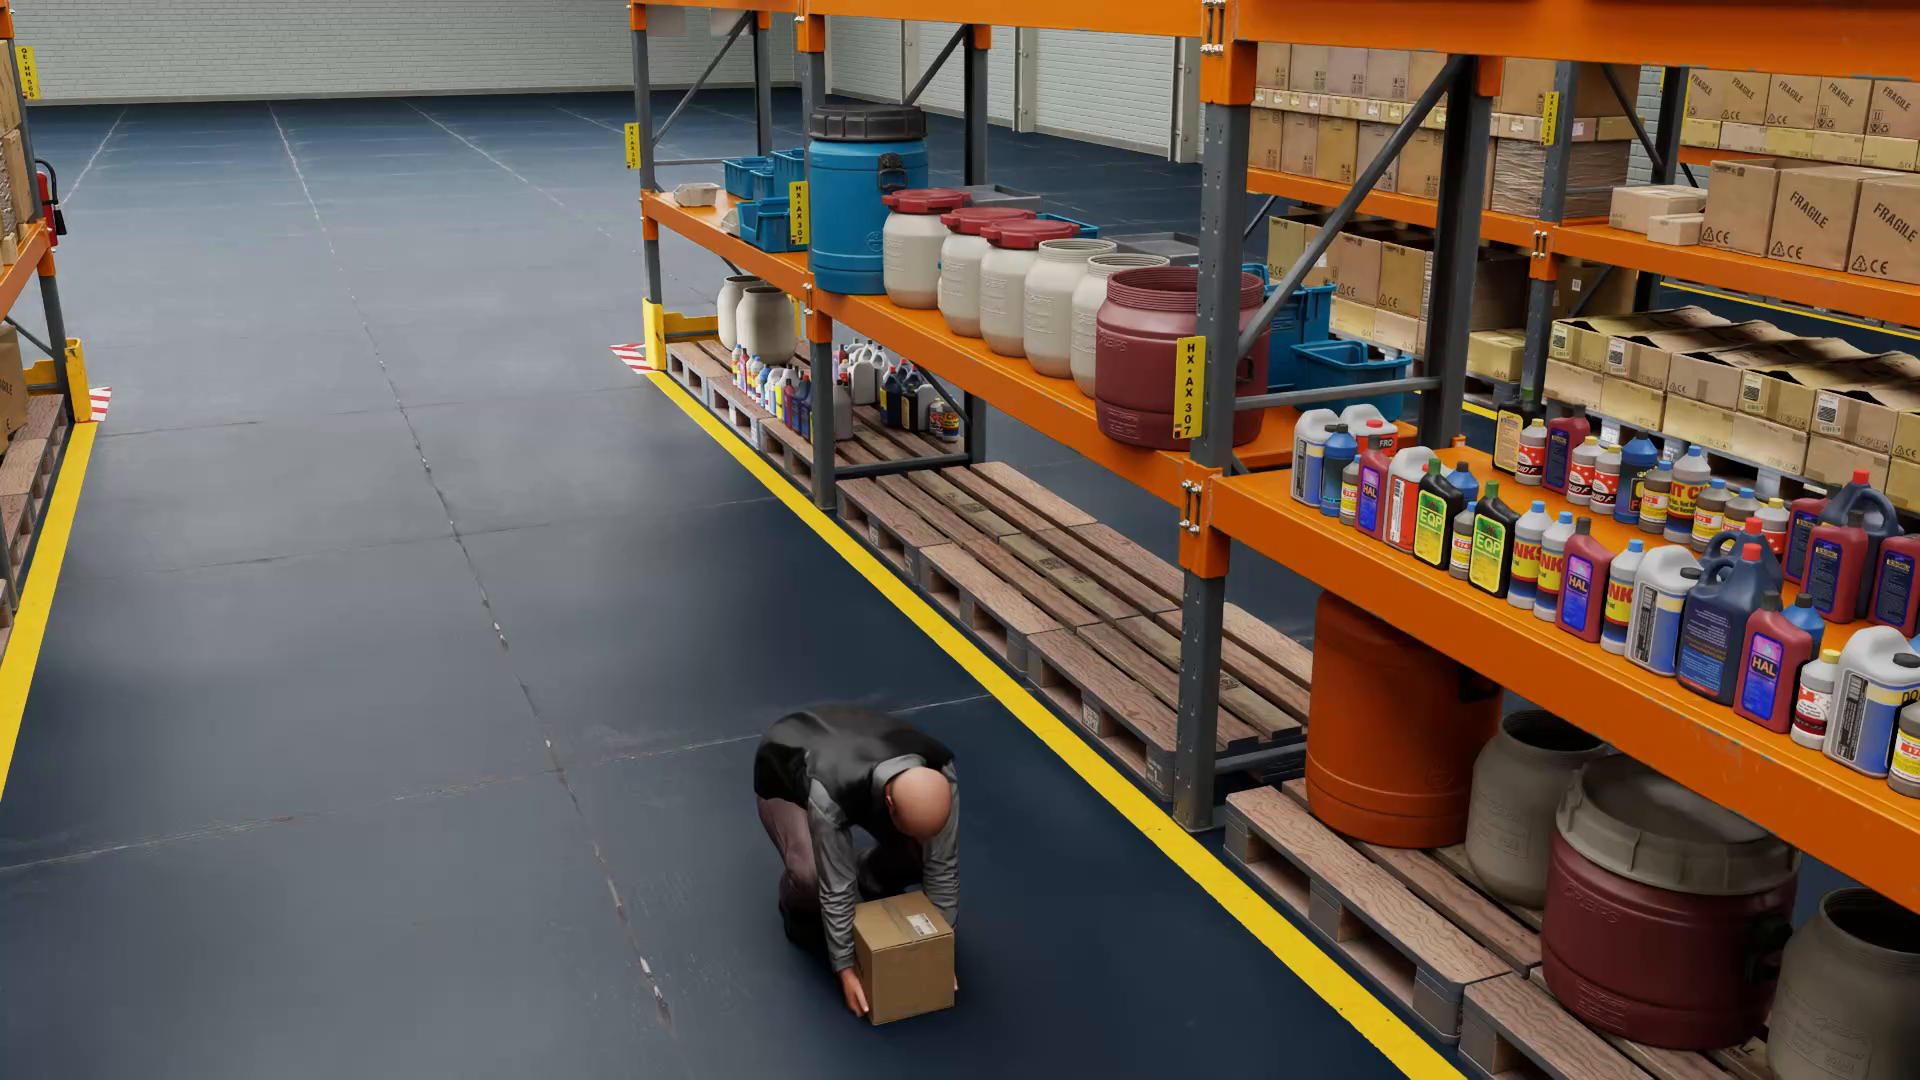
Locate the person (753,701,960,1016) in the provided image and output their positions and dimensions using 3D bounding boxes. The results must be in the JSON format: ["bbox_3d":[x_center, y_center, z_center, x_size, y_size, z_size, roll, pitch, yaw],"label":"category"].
[{"bbox_3d":[-0.293,0.906,5.023,0.516,0.815,0.924,-8,20,-23],"label":"person"}]
